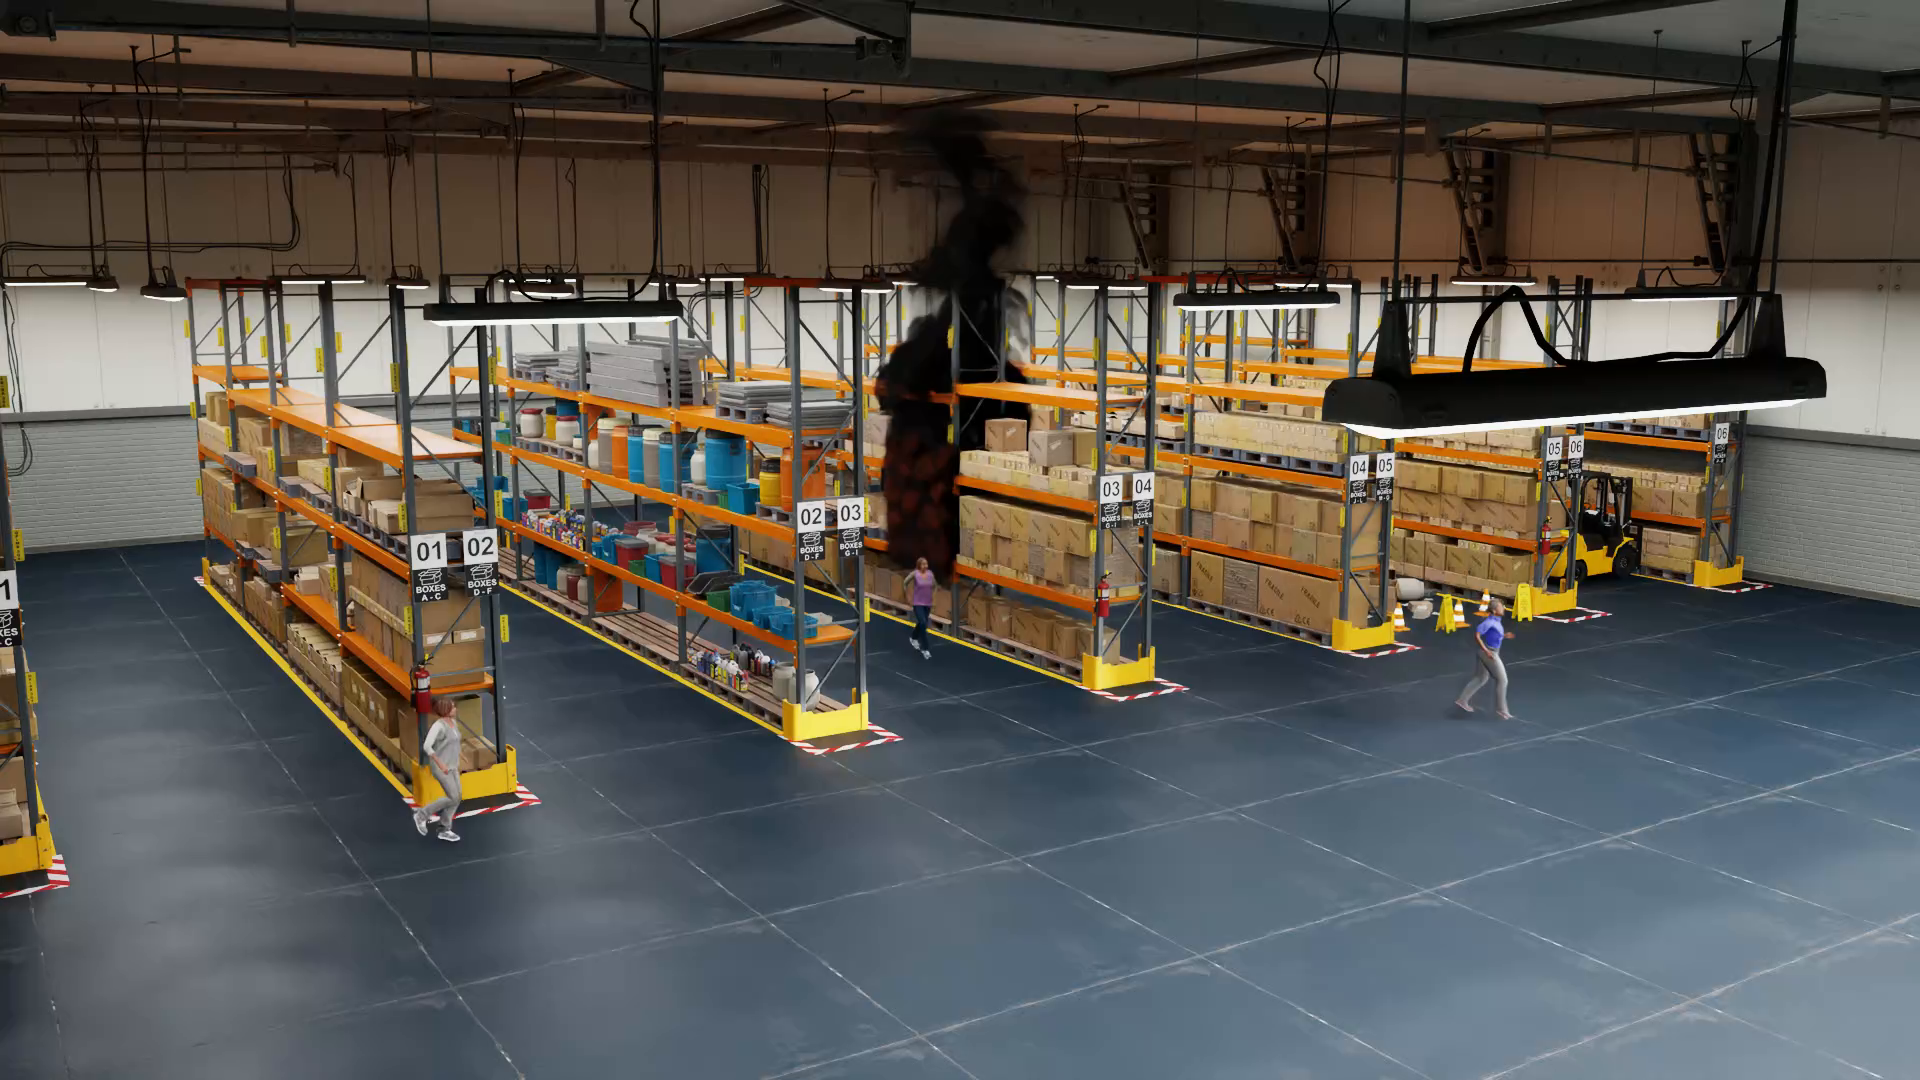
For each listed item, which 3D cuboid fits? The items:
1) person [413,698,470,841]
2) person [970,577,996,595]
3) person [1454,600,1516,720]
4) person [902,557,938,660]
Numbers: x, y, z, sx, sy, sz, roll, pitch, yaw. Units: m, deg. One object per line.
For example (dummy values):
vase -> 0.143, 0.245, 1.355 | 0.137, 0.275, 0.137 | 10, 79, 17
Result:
person -> -5.729, 2.520, 18.409 | 0.531, 1.542, 0.598 | 1, 10, 5
person -> 0.463, 0.165, 31.731 | 0.674, 1.825, 0.717 | -7, 12, -37
person -> 7.357, 1.659, 23.214 | 0.828, 1.704, 0.556 | 2, 10, 10
person -> -0.617, 1.062, 26.877 | 0.528, 1.624, 0.786 | -6, 11, -32
